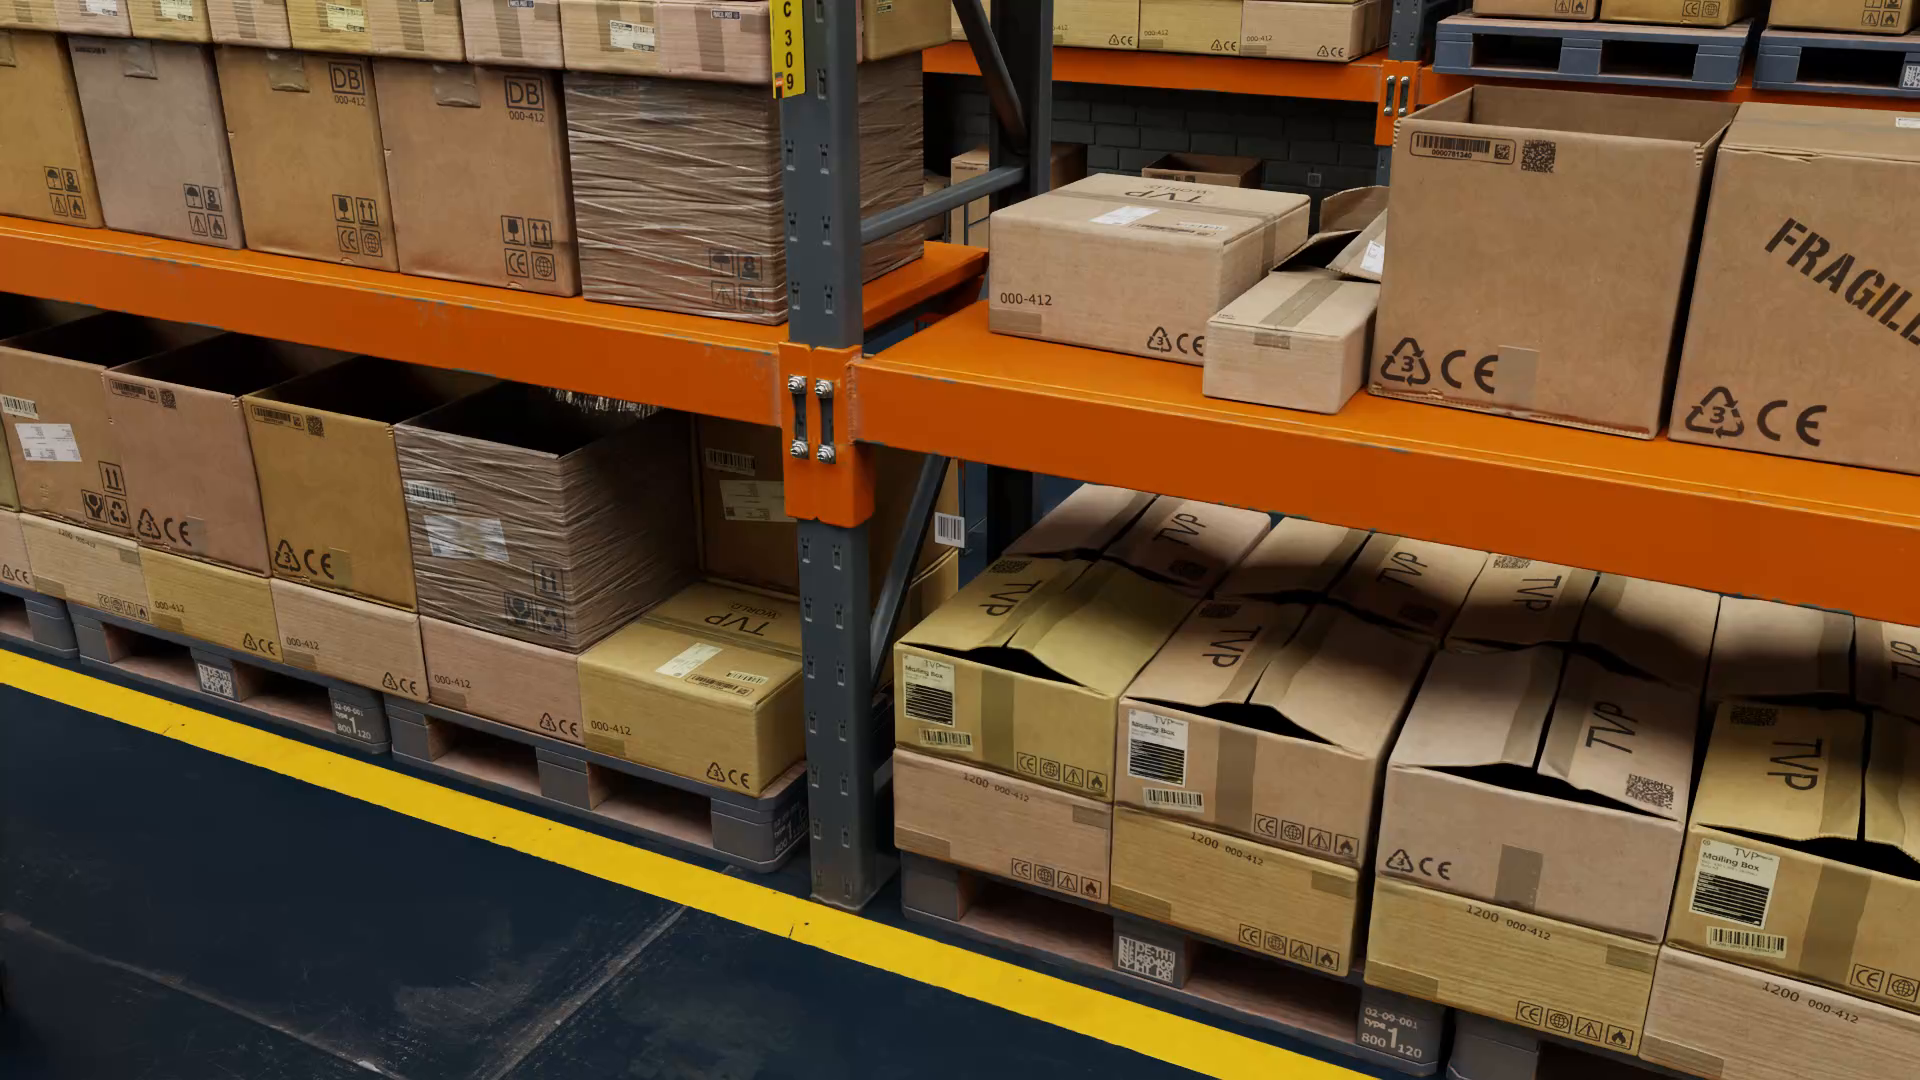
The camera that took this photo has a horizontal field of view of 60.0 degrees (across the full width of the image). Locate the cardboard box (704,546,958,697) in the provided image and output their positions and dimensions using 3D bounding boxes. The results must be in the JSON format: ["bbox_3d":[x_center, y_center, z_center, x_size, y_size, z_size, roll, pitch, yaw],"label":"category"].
[{"bbox_3d":[-0.338,0.167,4.500,0.500,0.250,0.500,11,25,25],"label":"cardboard box"}]

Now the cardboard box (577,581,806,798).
[{"bbox_3d":[-0.573,0.350,4.072,0.500,0.250,0.500,11,25,25],"label":"cardboard box"}]

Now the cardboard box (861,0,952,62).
[{"bbox_3d":[-0.213,-1.177,3.727,0.250,0.149,0.380,11,25,24],"label":"cardboard box"}]

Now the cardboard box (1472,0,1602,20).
[{"bbox_3d":[2.610,-2.594,7.328,0.500,0.500,0.700,11,26,25],"label":"cardboard box"}]

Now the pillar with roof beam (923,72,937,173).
[{"bbox_3d":[-2.326,-4.590,5.044,0.400,9.000,9.100,11,25,25],"label":"pillar with roof beam"}]

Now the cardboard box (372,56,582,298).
[{"bbox_3d":[-0.933,-0.930,3.976,0.500,0.500,0.700,11,25,24],"label":"cardboard box"}]

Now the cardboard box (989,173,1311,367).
[{"bbox_3d":[0.398,-0.576,3.464,0.500,0.250,0.500,13,26,28],"label":"cardboard box"}]

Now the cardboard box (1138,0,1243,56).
[{"bbox_3d":[1.170,-2.456,7.859,0.500,0.250,0.500,11,26,25],"label":"cardboard box"}]

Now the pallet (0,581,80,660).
[{"bbox_3d":[-2.929,-0.020,5.526,1.213,0.211,1.003,11,25,25],"label":"pallet"}]

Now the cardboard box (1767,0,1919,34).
[{"bbox_3d":[3.707,-2.388,6.842,0.500,0.500,0.700,15,27,32],"label":"cardboard box"}]

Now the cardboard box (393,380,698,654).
[{"bbox_3d":[-1.014,-0.088,4.142,0.500,0.500,0.500,11,25,25],"label":"cardboard box"}]

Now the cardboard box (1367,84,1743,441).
[{"bbox_3d":[1.087,-0.529,3.032,0.500,0.500,0.500,13,26,28],"label":"cardboard box"}]

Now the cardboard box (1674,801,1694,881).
[{"bbox_3d":[1.801,0.598,3.489,0.500,0.250,0.500,12,26,26],"label":"cardboard box"}]

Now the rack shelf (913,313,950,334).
[{"bbox_3d":[-0.013,-0.735,5.445,0.180,0.103,0.258,11,25,25],"label":"rack shelf"}]

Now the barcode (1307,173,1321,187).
[{"bbox_3d":[1.797,-1.826,8.434,0.075,0.075,0.001,11,25,25],"label":"barcode"}]

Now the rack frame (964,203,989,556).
[{"bbox_3d":[0.069,-0.539,5.483,0.006,1.200,0.240,11,25,25],"label":"rack frame"}]

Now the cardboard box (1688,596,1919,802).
[{"bbox_3d":[1.788,0.337,3.385,0.500,0.311,0.500,11,25,24],"label":"cardboard box"}]

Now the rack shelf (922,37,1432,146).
[{"bbox_3d":[0.386,-2.470,8.644,4.000,0.370,1.077,11,25,25],"label":"rack shelf"}]

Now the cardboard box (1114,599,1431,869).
[{"bbox_3d":[0.640,0.347,3.361,0.500,0.311,0.500,11,25,24],"label":"cardboard box"}]

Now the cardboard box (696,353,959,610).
[{"bbox_3d":[-0.334,-0.181,4.362,0.500,0.500,0.500,11,25,25],"label":"cardboard box"}]

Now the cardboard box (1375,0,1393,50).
[{"bbox_3d":[1.848,-2.546,8.069,0.500,0.250,0.500,11,26,25],"label":"cardboard box"}]

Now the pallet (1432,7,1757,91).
[{"bbox_3d":[2.787,-2.174,7.273,1.213,0.211,1.003,11,25,25],"label":"pallet"}]

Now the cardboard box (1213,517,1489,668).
[{"bbox_3d":[0.897,0.158,3.805,0.500,0.311,0.500,12,26,26],"label":"cardboard box"}]

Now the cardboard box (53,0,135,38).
[{"bbox_3d":[-2.006,-1.352,4.139,0.250,0.149,0.380,11,26,25],"label":"cardboard box"}]

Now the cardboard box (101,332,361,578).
[{"bbox_3d":[-1.915,-0.258,4.543,0.500,0.500,0.500,11,25,25],"label":"cardboard box"}]

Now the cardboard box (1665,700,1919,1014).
[{"bbox_3d":[1.568,0.528,2.936,0.500,0.311,0.500,12,26,26],"label":"cardboard box"}]

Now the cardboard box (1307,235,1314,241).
[{"bbox_3d":[1.680,-1.430,8.338,0.250,0.166,0.380,8,24,18],"label":"cardboard box"}]

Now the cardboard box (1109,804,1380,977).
[{"bbox_3d":[0.643,0.604,3.475,0.500,0.250,0.500,12,26,26],"label":"cardboard box"}]

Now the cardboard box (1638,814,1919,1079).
[{"bbox_3d":[1.560,0.784,3.050,0.500,0.250,0.500,12,26,26],"label":"cardboard box"}]

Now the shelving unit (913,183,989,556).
[{"bbox_3d":[-0.013,-0.555,5.521,0.189,1.200,0.258,11,25,25],"label":"shelving unit"}]

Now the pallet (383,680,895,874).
[{"bbox_3d":[-0.752,0.411,4.513,1.213,0.211,1.003,11,25,25],"label":"pallet"}]

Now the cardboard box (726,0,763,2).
[{"bbox_3d":[-0.460,-1.436,3.508,0.500,0.500,0.700,11,26,25],"label":"cardboard box"}]

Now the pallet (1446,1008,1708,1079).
[{"bbox_3d":[1.707,0.898,3.369,1.213,0.211,1.003,11,25,25],"label":"pallet"}]

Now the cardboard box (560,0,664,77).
[{"bbox_3d":[-0.620,-1.079,3.498,0.250,0.149,0.380,11,25,23],"label":"cardboard box"}]

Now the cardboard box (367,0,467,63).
[{"bbox_3d":[-1.090,-1.170,3.713,0.250,0.149,0.380,11,25,24],"label":"cardboard box"}]

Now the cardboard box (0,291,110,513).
[{"bbox_3d":[-2.805,-0.436,4.961,0.500,0.500,0.500,11,25,25],"label":"cardboard box"}]

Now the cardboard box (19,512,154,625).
[{"bbox_3d":[-2.359,-0.003,4.902,0.500,0.250,0.500,11,25,25],"label":"cardboard box"}]

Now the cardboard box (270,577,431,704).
[{"bbox_3d":[-1.468,0.175,4.483,0.500,0.250,0.500,11,25,25],"label":"cardboard box"}]

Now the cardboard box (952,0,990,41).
[{"bbox_3d":[0.265,-2.628,8.263,0.500,0.250,0.500,11,26,25],"label":"cardboard box"}]

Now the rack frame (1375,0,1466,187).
[{"bbox_3d":[2.171,-2.448,7.673,0.127,3.000,1.000,11,25,25],"label":"rack frame"}]

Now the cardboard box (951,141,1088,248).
[{"bbox_3d":[0.319,-1.805,8.793,0.500,0.500,0.700,10,25,21],"label":"cardboard box"}]

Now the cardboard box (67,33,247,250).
[{"bbox_3d":[-1.837,-1.110,4.399,0.500,0.500,0.700,12,26,26],"label":"cardboard box"}]

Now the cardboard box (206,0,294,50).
[{"bbox_3d":[-1.533,-1.259,3.922,0.250,0.149,0.380,12,26,26],"label":"cardboard box"}]

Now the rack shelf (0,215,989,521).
[{"bbox_3d":[-1.846,-0.739,4.574,4.000,0.370,1.077,11,25,25],"label":"rack shelf"}]
